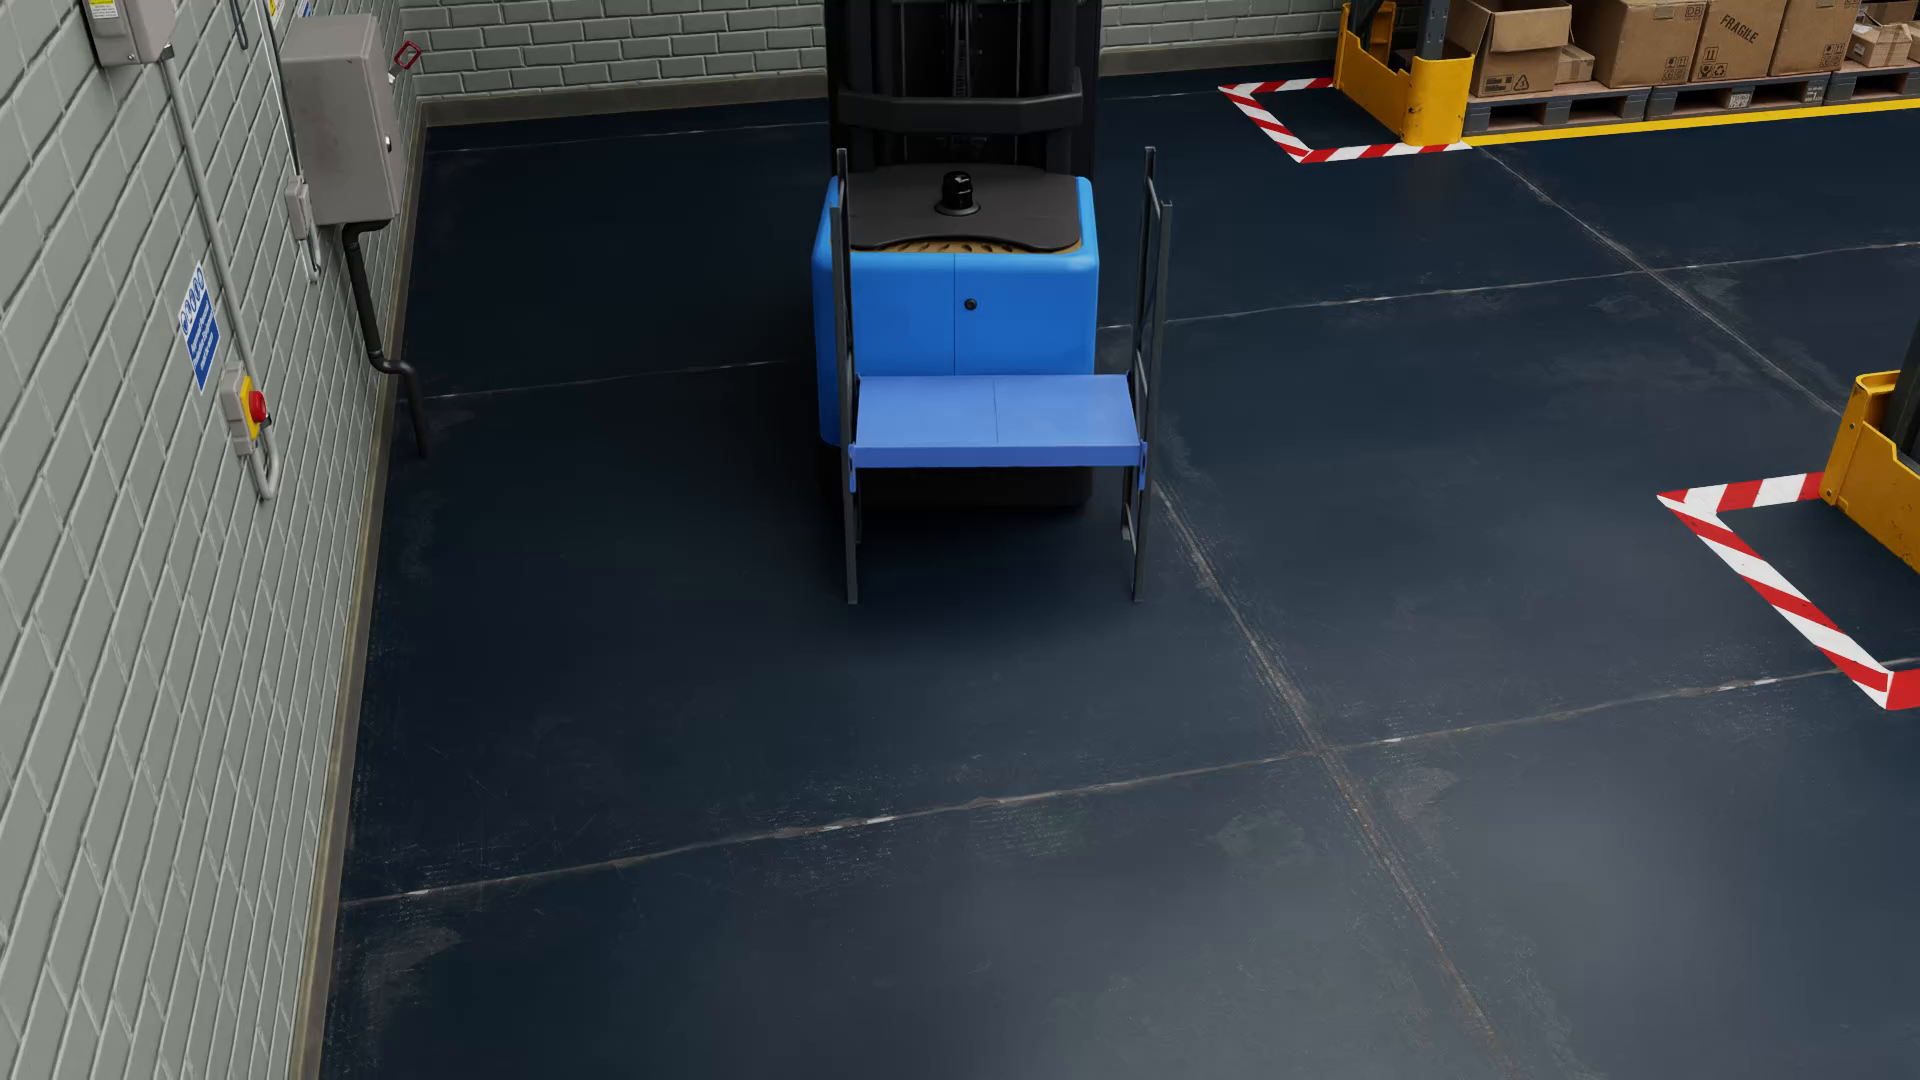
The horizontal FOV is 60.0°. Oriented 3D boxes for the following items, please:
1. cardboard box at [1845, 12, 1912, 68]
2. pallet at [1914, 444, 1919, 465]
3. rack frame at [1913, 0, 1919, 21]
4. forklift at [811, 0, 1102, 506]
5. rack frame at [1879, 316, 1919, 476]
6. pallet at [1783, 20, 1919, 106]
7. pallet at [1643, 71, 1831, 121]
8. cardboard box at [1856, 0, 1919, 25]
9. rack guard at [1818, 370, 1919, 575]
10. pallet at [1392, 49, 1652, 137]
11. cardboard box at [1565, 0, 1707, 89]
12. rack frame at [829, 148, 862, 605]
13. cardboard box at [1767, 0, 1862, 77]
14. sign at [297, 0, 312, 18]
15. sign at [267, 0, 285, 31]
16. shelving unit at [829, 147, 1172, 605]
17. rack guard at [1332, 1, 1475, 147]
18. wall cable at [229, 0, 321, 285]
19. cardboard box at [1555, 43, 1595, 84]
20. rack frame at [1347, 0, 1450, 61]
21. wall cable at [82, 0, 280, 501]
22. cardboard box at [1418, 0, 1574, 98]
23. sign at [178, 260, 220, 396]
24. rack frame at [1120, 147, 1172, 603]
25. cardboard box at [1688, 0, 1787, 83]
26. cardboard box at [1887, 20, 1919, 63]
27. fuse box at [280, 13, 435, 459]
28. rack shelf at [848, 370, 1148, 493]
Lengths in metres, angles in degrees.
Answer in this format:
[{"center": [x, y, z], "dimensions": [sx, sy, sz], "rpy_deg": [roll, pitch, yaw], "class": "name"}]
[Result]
[{"center": [5.647, -3.109, 10.268], "dimensions": [0.258, 0.266, 0.396], "rpy_deg": [-6, 34, -9], "class": "cardboard box"}, {"center": [4.433, -0.136, 6.263], "dimensions": [1.213, 0.211, 1.003], "rpy_deg": [-7, 35, -11], "class": "pallet"}, {"center": [6.473, -4.342, 10.028], "dimensions": [0.127, 3.000, 1.000], "rpy_deg": [-7, 35, -11], "class": "rack frame"}, {"center": [0.018, -2.135, 6.801], "dimensions": [1.130, 2.935, 3.031], "rpy_deg": [1, 34, 1], "class": "forklift"}, {"center": [3.671, -1.153, 5.276], "dimensions": [0.127, 3.000, 1.000], "rpy_deg": [-7, 35, -11], "class": "rack frame"}, {"center": [5.803, -3.100, 10.681], "dimensions": [1.213, 0.211, 1.003], "rpy_deg": [-7, 35, -11], "class": "pallet"}, {"center": [4.611, -2.948, 10.454], "dimensions": [1.213, 0.211, 1.003], "rpy_deg": [-7, 35, -11], "class": "pallet"}, {"center": [5.777, -3.447, 10.731], "dimensions": [0.500, 0.311, 0.500], "rpy_deg": [-6, 34, -9], "class": "cardboard box"}, {"center": [3.647, -0.112, 5.968], "dimensions": [0.348, 0.500, 1.175], "rpy_deg": [-7, 35, -11], "class": "rack guard"}, {"center": [3.424, -2.800, 10.234], "dimensions": [1.213, 0.211, 1.003], "rpy_deg": [-7, 35, -11], "class": "pallet"}, {"center": [4.032, -3.094, 10.036], "dimensions": [0.500, 0.500, 0.700], "rpy_deg": [-6, 34, -9], "class": "cardboard box"}, {"center": [-0.386, -0.530, 5.693], "dimensions": [0.032, 1.500, 0.500], "rpy_deg": [0, 34, -1], "class": "rack frame"}, {"center": [5.044, -3.222, 10.226], "dimensions": [0.500, 0.500, 0.700], "rpy_deg": [-8, 35, -12], "class": "cardboard box"}, {"center": [-2.456, -1.810, 6.341], "dimensions": [0.001, 0.494, 0.329], "rpy_deg": [-7, 35, -11], "class": "sign"}, {"center": [-2.335, -1.894, 5.640], "dimensions": [0.001, 0.242, 0.339], "rpy_deg": [-7, 35, -11], "class": "sign"}, {"center": [0.122, -0.534, 5.700], "dimensions": [1.048, 1.500, 0.538], "rpy_deg": [0, 34, -1], "class": "shelving unit"}, {"center": [2.646, -2.822, 10.006], "dimensions": [0.348, 0.500, 1.175], "rpy_deg": [-7, 35, -11], "class": "rack guard"}, {"center": [-2.148, -1.638, 5.088], "dimensions": [0.122, 1.984, 0.588], "rpy_deg": [-7, 35, -11], "class": "wall cable"}, {"center": [3.612, -2.896, 10.055], "dimensions": [0.250, 0.149, 0.380], "rpy_deg": [-9, 35, -12], "class": "cardboard box"}, {"center": [2.572, -3.850, 9.296], "dimensions": [0.127, 3.000, 1.000], "rpy_deg": [-7, 35, -11], "class": "rack frame"}, {"center": [-1.824, -0.882, 3.933], "dimensions": [0.123, 1.953, 0.585], "rpy_deg": [-7, 35, -11], "class": "wall cable"}, {"center": [3.190, -3.012, 9.910], "dimensions": [0.637, 0.503, 0.797], "rpy_deg": [-9, 35, -12], "class": "cardboard box"}, {"center": [-1.873, -0.526, 4.099], "dimensions": [0.001, 0.218, 0.327], "rpy_deg": [-7, 35, -11], "class": "sign"}, {"center": [0.631, -0.538, 5.706], "dimensions": [0.032, 1.500, 0.500], "rpy_deg": [0, 34, -1], "class": "rack frame"}, {"center": [4.570, -3.105, 10.052], "dimensions": [0.500, 0.500, 0.500], "rpy_deg": [-7, 34, -10], "class": "cardboard box"}, {"center": [5.995, -3.105, 10.366], "dimensions": [0.250, 0.149, 0.380], "rpy_deg": [-8, 35, -12], "class": "cardboard box"}, {"center": [-2.145, -1.072, 6.312], "dimensions": [0.414, 1.711, 0.539], "rpy_deg": [-7, 35, -11], "class": "fuse box"}, {"center": [0.122, -0.385, 5.800], "dimensions": [1.000, 0.185, 0.538], "rpy_deg": [0, 34, -1], "class": "rack shelf"}]
